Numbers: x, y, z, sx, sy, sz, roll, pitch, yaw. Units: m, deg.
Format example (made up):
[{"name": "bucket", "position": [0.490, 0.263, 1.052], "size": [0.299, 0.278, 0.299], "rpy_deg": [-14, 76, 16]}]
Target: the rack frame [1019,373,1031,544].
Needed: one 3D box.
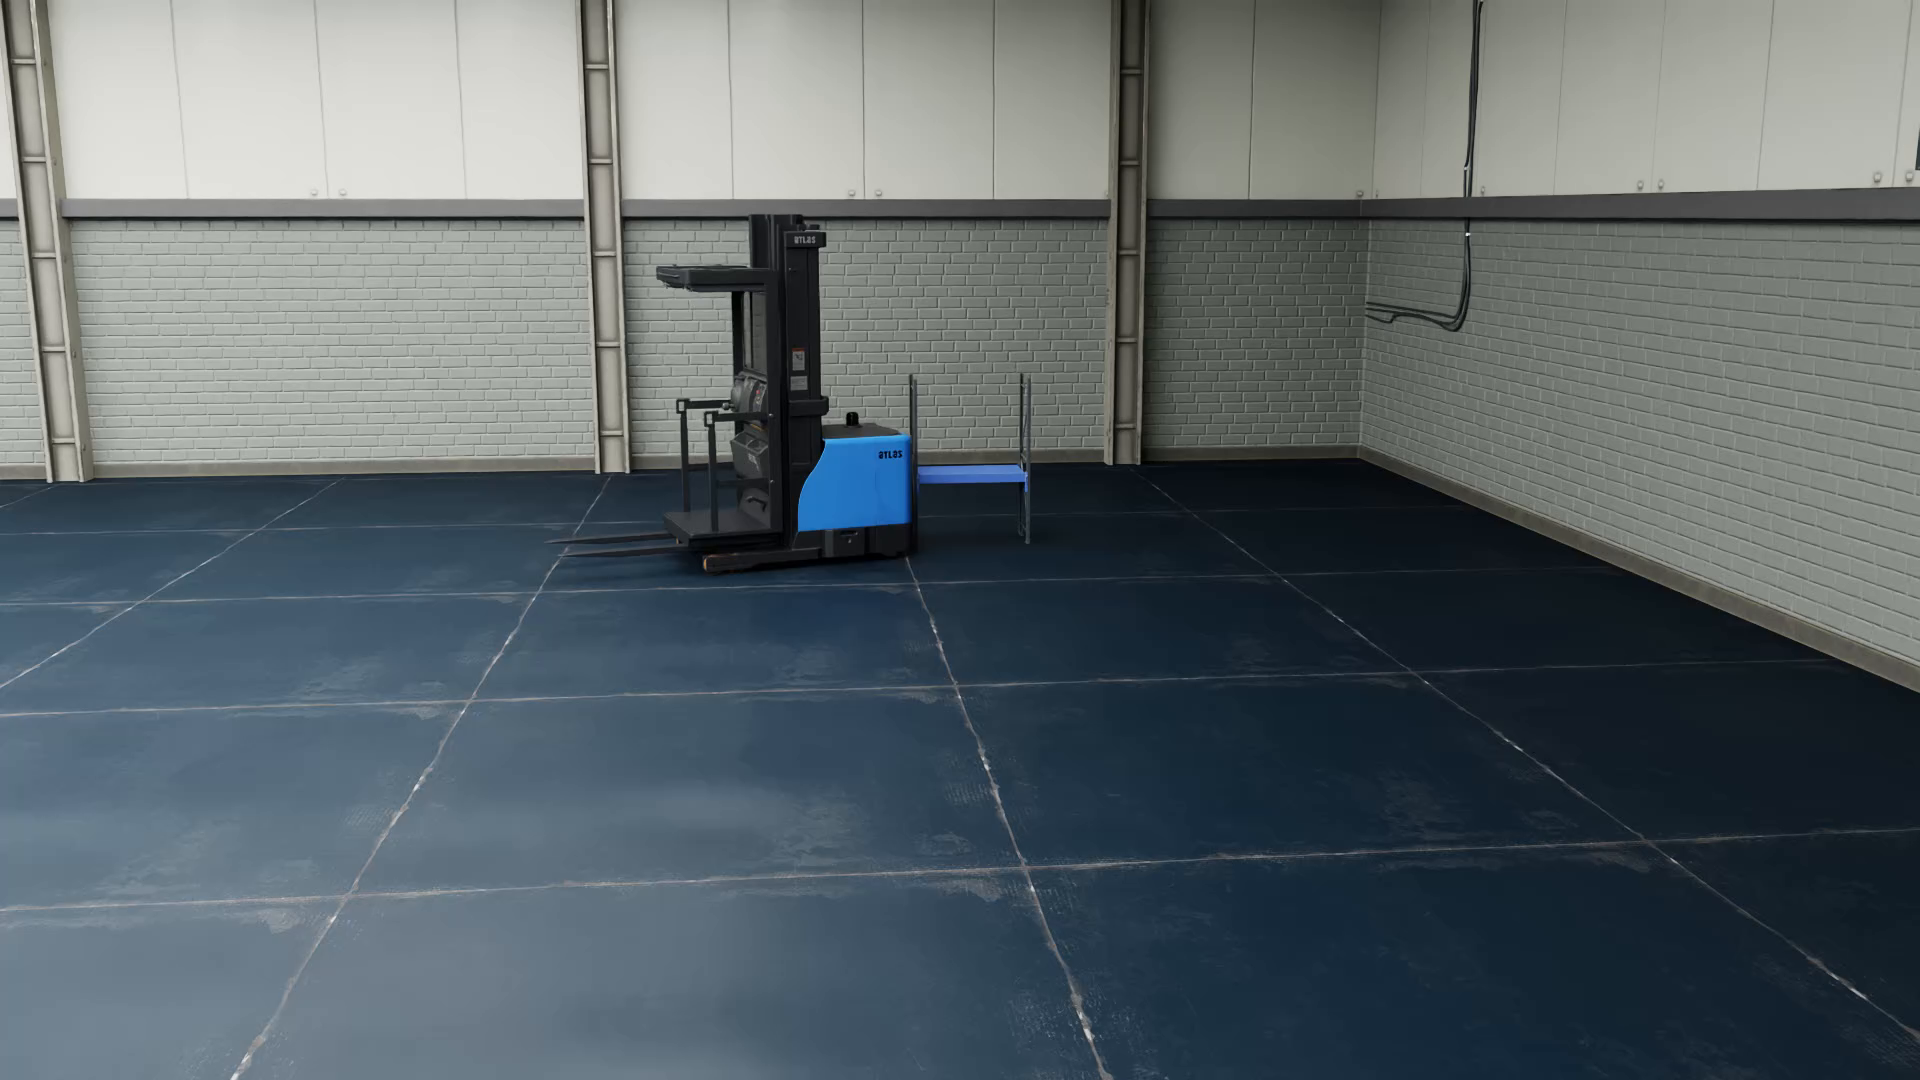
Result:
[{"name": "rack frame", "position": [0.590, -0.748, 15.168], "size": [0.032, 1.500, 0.500], "rpy_deg": [-1, 11, -6]}]

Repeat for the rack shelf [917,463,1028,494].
[{"name": "rack shelf", "position": [0.085, -0.561, 15.149], "size": [1.000, 0.185, 0.538], "rpy_deg": [-1, 11, -6]}]

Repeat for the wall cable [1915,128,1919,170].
[{"name": "wall cable", "position": [6.027, -4.996, 8.517], "size": [0.169, 6.003, 2.305], "rpy_deg": [-1, 11, -6]}]

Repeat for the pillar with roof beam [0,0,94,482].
[{"name": "pillar with roof beam", "position": [-9.519, -4.264, 13.614], "size": [0.400, 9.000, 9.100], "rpy_deg": [-1, 11, -6]}]

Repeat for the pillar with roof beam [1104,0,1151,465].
[{"name": "pillar with roof beam", "position": [2.411, -4.514, 14.885], "size": [0.400, 9.000, 9.100], "rpy_deg": [-1, 11, -6]}]

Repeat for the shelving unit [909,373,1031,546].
[{"name": "shelving unit", "position": [0.085, -0.738, 15.114], "size": [1.048, 1.500, 0.538], "rpy_deg": [-1, 11, -6]}]

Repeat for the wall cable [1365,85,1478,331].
[{"name": "wall cable", "position": [5.017, -3.624, 18.406], "size": [0.112, 2.526, 3.097], "rpy_deg": [-1, 11, -6]}]

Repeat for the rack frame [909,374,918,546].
[{"name": "rack frame", "position": [-0.421, -0.727, 15.061], "size": [0.032, 1.500, 0.500], "rpy_deg": [-1, 11, -6]}]

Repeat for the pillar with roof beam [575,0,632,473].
[{"name": "pillar with roof beam", "position": [-3.554, -4.389, 14.250], "size": [0.400, 9.000, 9.100], "rpy_deg": [-1, 11, -6]}]

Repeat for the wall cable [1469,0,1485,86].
[{"name": "wall cable", "position": [5.309, -5.583, 15.280], "size": [0.112, 2.526, 3.097], "rpy_deg": [-1, 11, -6]}]

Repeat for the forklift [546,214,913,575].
[{"name": "forklift", "position": [-1.974, -1.263, 14.077], "size": [3.031, 2.935, 1.130], "rpy_deg": [-5, 12, -22]}]
